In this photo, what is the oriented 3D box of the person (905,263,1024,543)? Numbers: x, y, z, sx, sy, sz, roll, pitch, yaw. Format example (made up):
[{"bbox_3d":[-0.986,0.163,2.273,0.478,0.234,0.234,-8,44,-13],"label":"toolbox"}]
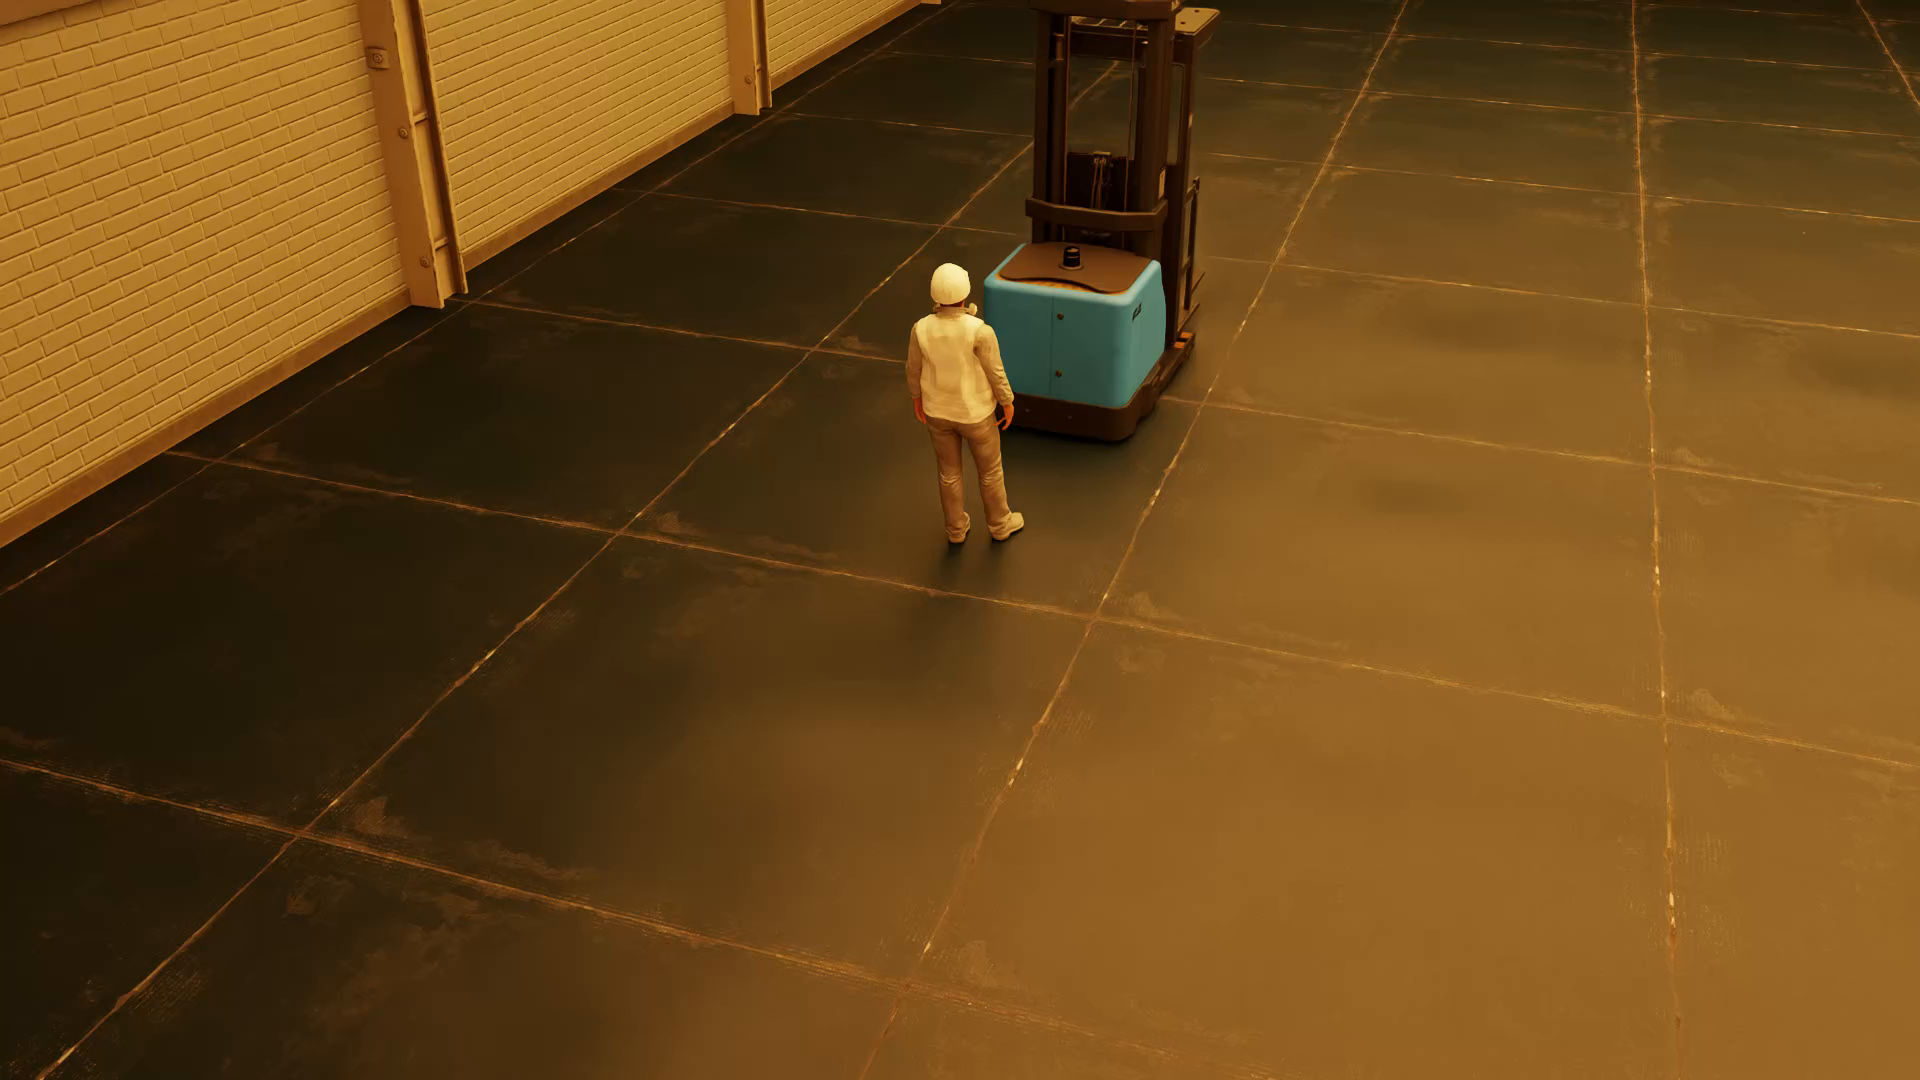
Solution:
[{"bbox_3d":[0.027,-0.805,9.703,0.633,1.775,0.566,10,31,16],"label":"person"}]

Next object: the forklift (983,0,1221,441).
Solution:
[{"bbox_3d":[1.138,-2.649,11.783,1.130,2.935,3.031,11,31,18],"label":"forklift"}]
